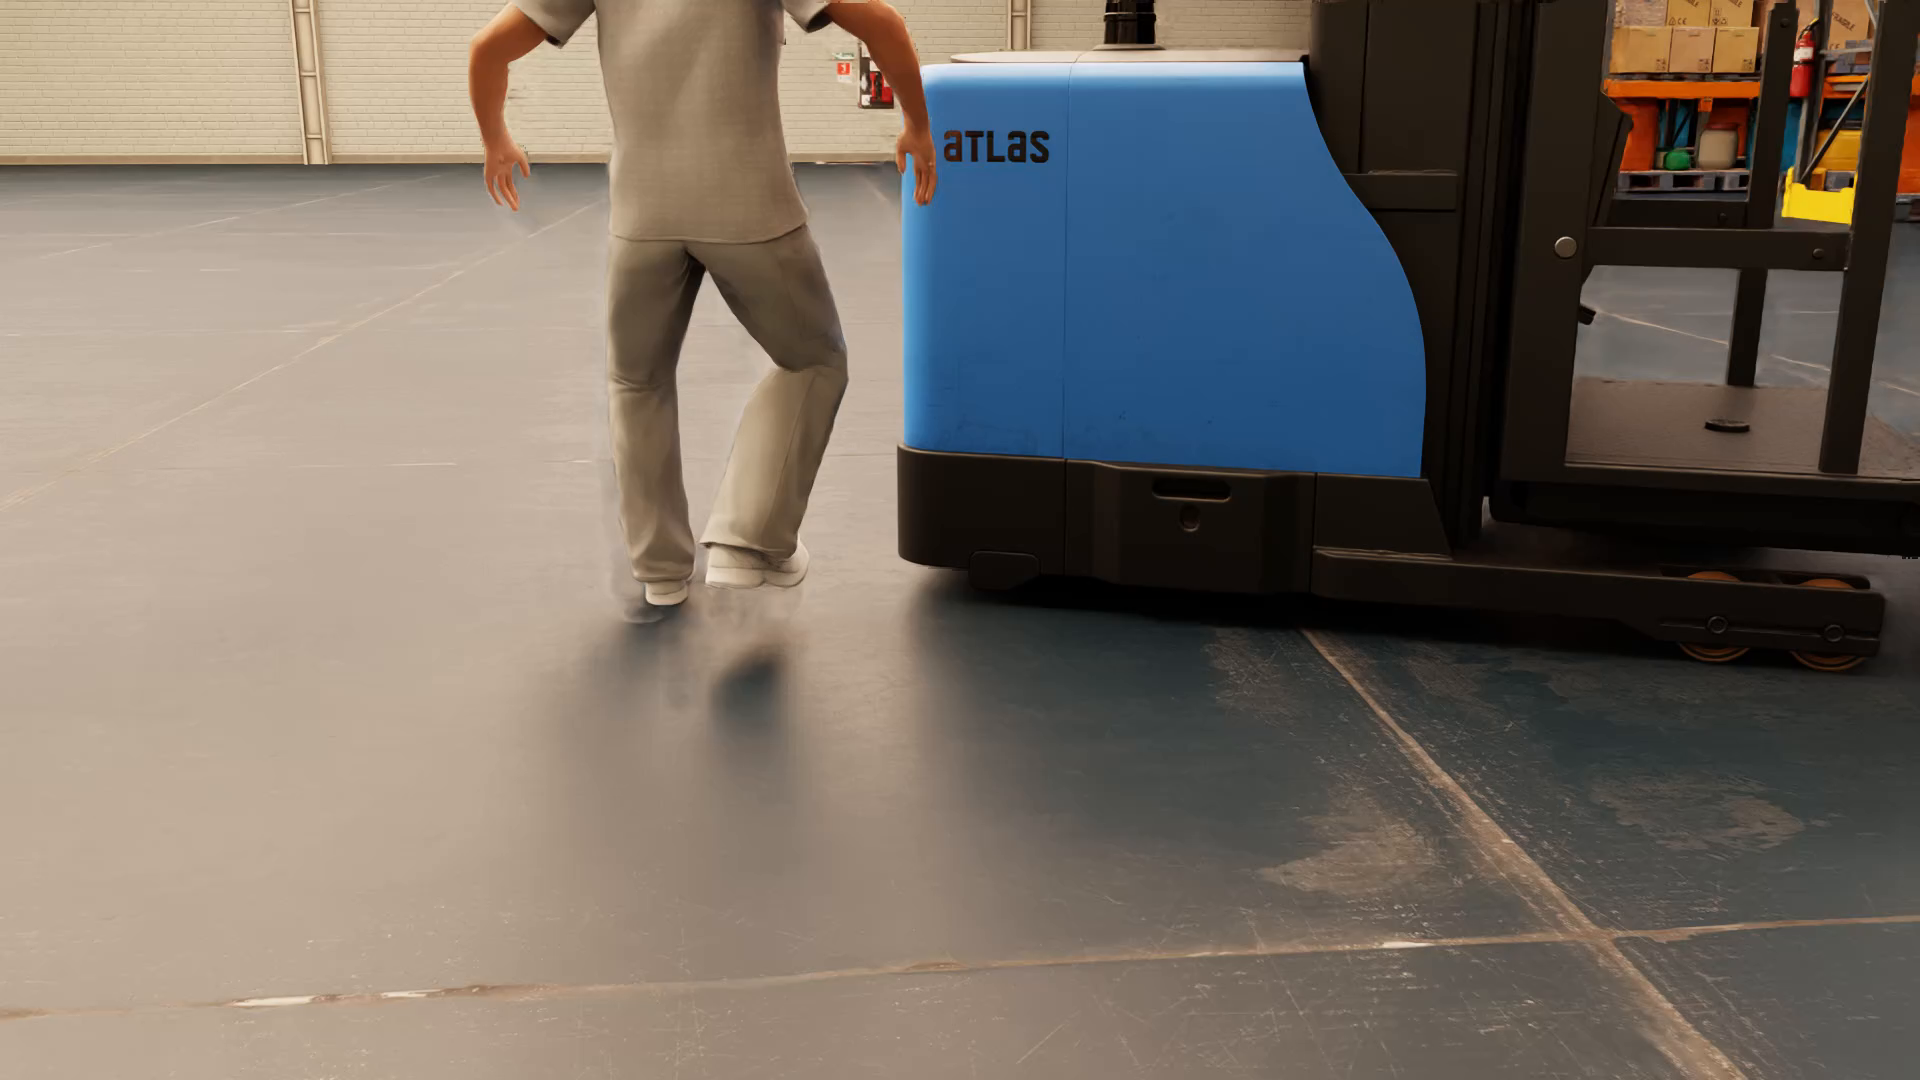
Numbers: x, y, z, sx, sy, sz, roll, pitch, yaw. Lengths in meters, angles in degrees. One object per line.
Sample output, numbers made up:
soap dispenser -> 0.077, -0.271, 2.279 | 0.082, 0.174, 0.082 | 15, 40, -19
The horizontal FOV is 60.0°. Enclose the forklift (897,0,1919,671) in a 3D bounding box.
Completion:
forklift -> 1.443, -1.328, 3.224 | 3.031, 2.935, 1.130 | 4, 15, 15

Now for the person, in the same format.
person -> -0.464, -0.614, 3.184 | 0.851, 1.598, 0.629 | 3, 15, 10
